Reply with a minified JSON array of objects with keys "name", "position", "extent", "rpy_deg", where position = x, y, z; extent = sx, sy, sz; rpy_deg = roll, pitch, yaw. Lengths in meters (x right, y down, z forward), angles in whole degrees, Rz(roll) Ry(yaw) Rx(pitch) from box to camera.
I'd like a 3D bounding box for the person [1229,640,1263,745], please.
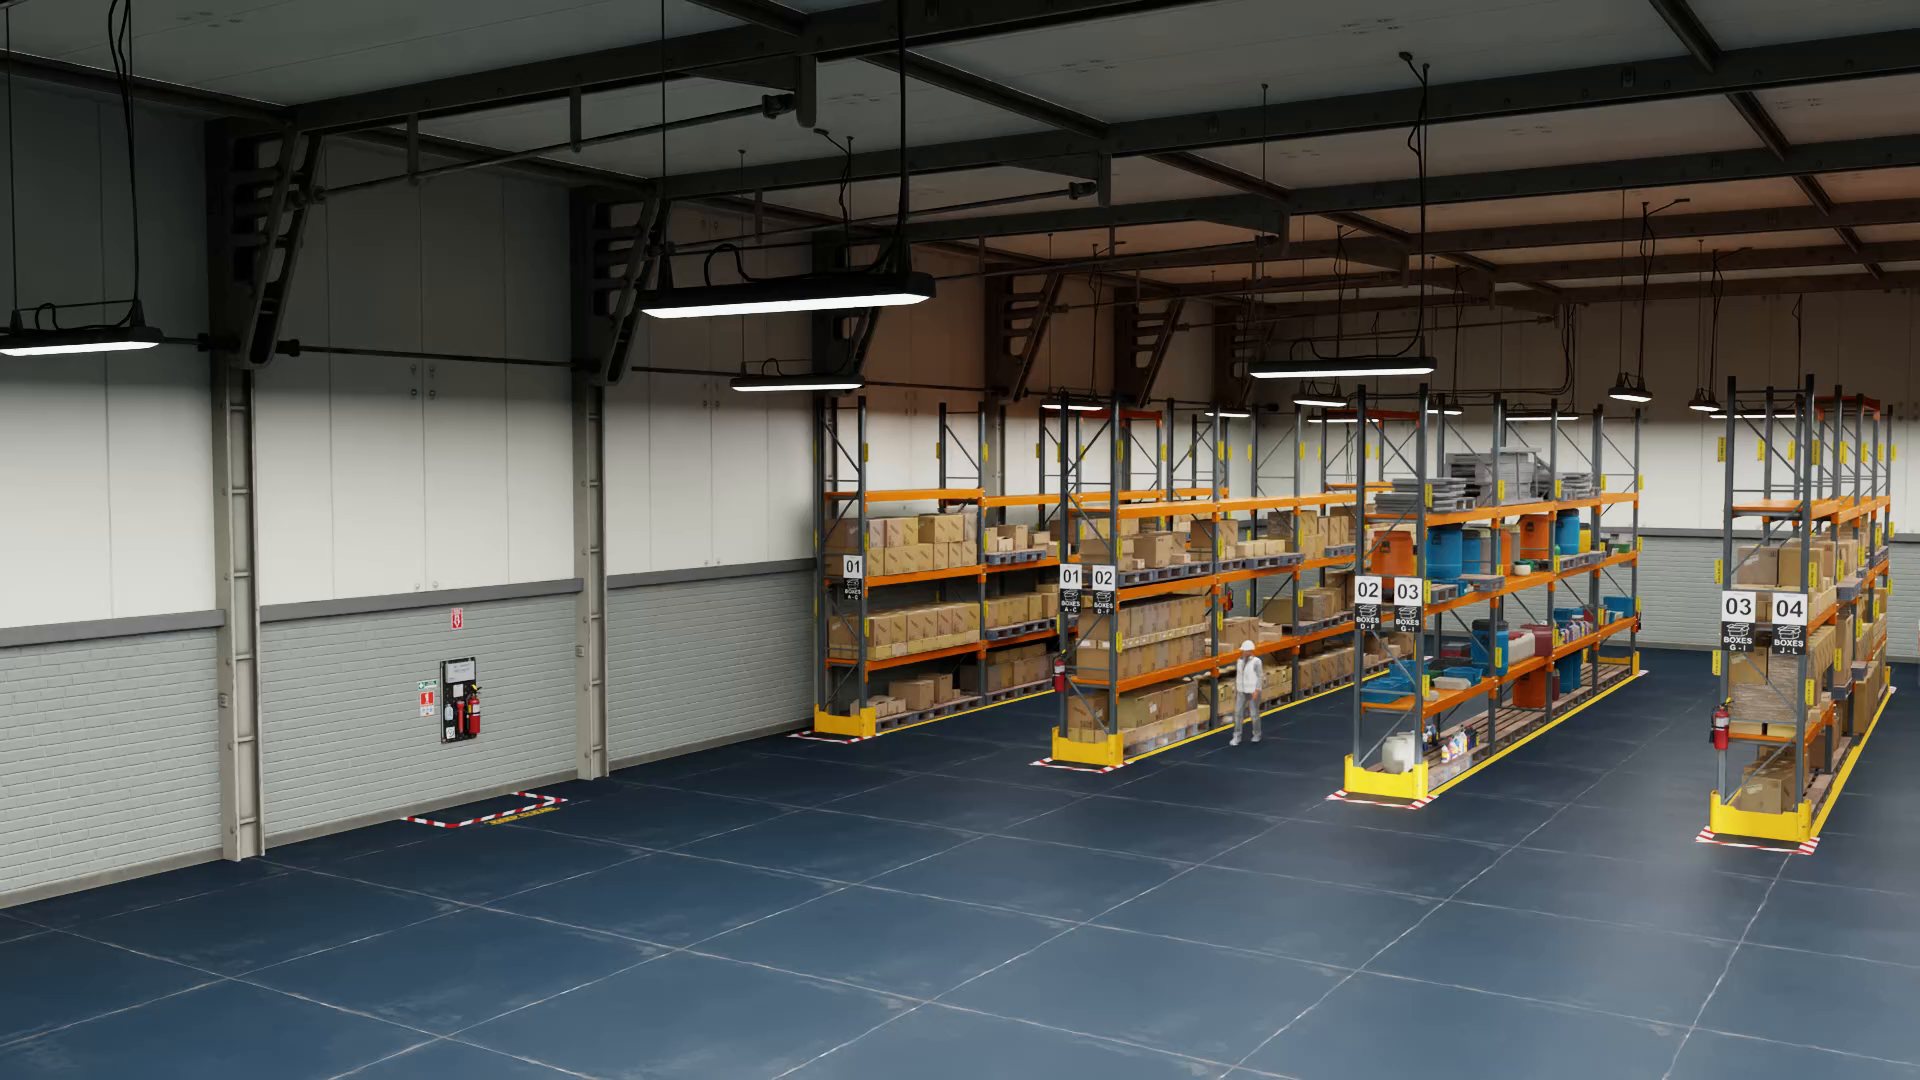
[{"name":"person","position":[4.937,2.618,28.592],"extent":[0.584,1.782,0.696],"rpy_deg":[3,4,42]}]
